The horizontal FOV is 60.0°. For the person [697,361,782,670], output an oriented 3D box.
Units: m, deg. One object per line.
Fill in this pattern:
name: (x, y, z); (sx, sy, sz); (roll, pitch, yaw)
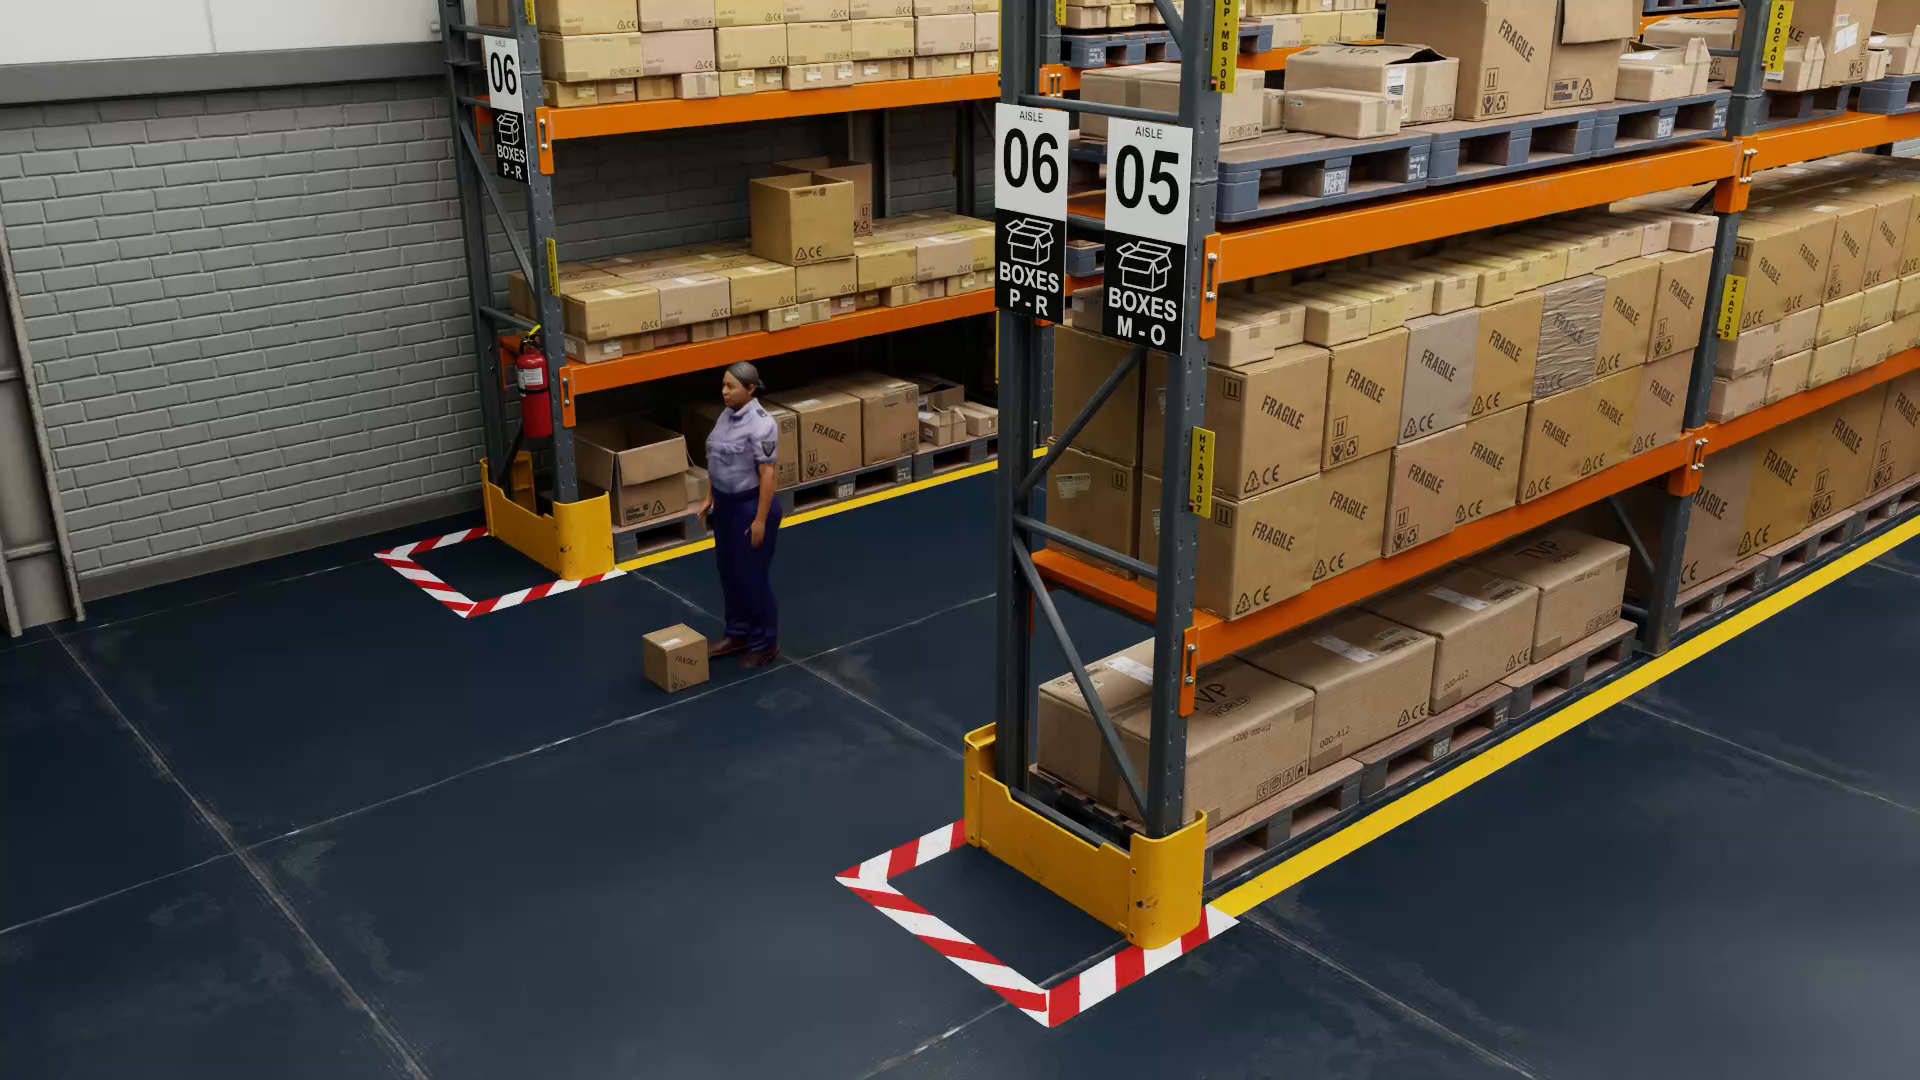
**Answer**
person: (-1.203, -0.109, 8.942); (0.422, 1.697, 0.523); (-14, 25, -32)
